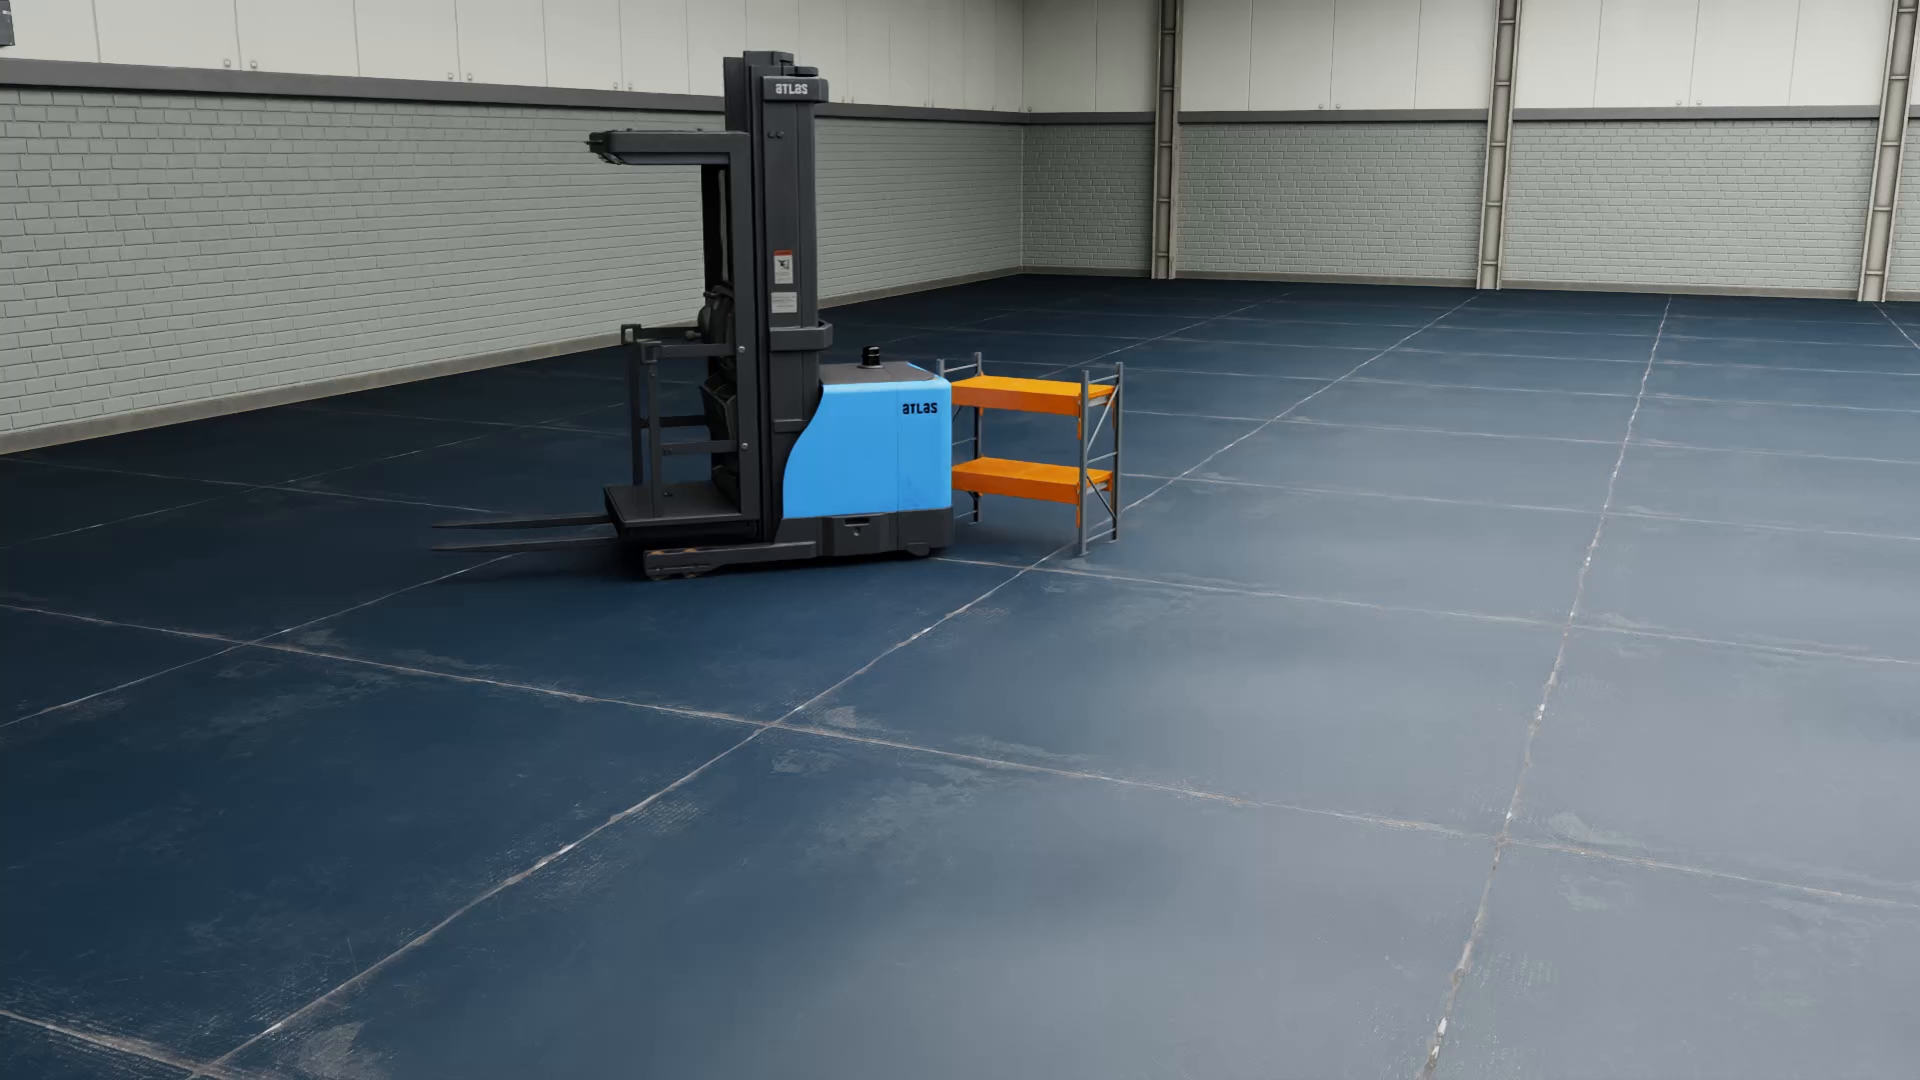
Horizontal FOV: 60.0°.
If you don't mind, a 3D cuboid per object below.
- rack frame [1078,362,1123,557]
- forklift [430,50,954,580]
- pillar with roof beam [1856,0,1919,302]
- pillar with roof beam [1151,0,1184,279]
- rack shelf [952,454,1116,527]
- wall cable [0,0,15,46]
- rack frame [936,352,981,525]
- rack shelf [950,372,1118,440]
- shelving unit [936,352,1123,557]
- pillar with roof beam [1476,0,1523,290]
[{"bbox_3d":[0.859,-0.497,10.157,0.032,1.125,0.500,8,15,31],"label":"rack frame"},{"bbox_3d":[-1.611,-1.331,9.756,3.031,2.935,1.130,-4,14,-17],"label":"forklift"},{"bbox_3d":[13.131,-7.393,22.305,0.400,9.000,9.100,6,14,23],"label":"pillar with roof beam"},{"bbox_3d":[2.159,-8.503,27.037,0.400,9.000,9.100,6,14,23],"label":"pillar with roof beam"},{"bbox_3d":[0.427,-0.321,10.473,1.000,0.278,0.538,8,15,31],"label":"rack shelf"},{"bbox_3d":[-7.154,-7.009,13.225,0.169,6.003,2.305,6,14,23],"label":"wall cable"},{"bbox_3d":[-0.005,-0.620,10.678,0.032,1.125,0.500,8,15,31],"label":"rack frame"},{"bbox_3d":[0.427,-0.844,10.350,1.000,0.278,0.538,8,15,31],"label":"rack shelf"},{"bbox_3d":[0.427,-0.559,10.417,1.048,1.125,0.538,8,15,31],"label":"shelving unit"},{"bbox_3d":[7.645,-7.948,24.671,0.400,9.000,9.100,6,14,23],"label":"pillar with roof beam"}]
